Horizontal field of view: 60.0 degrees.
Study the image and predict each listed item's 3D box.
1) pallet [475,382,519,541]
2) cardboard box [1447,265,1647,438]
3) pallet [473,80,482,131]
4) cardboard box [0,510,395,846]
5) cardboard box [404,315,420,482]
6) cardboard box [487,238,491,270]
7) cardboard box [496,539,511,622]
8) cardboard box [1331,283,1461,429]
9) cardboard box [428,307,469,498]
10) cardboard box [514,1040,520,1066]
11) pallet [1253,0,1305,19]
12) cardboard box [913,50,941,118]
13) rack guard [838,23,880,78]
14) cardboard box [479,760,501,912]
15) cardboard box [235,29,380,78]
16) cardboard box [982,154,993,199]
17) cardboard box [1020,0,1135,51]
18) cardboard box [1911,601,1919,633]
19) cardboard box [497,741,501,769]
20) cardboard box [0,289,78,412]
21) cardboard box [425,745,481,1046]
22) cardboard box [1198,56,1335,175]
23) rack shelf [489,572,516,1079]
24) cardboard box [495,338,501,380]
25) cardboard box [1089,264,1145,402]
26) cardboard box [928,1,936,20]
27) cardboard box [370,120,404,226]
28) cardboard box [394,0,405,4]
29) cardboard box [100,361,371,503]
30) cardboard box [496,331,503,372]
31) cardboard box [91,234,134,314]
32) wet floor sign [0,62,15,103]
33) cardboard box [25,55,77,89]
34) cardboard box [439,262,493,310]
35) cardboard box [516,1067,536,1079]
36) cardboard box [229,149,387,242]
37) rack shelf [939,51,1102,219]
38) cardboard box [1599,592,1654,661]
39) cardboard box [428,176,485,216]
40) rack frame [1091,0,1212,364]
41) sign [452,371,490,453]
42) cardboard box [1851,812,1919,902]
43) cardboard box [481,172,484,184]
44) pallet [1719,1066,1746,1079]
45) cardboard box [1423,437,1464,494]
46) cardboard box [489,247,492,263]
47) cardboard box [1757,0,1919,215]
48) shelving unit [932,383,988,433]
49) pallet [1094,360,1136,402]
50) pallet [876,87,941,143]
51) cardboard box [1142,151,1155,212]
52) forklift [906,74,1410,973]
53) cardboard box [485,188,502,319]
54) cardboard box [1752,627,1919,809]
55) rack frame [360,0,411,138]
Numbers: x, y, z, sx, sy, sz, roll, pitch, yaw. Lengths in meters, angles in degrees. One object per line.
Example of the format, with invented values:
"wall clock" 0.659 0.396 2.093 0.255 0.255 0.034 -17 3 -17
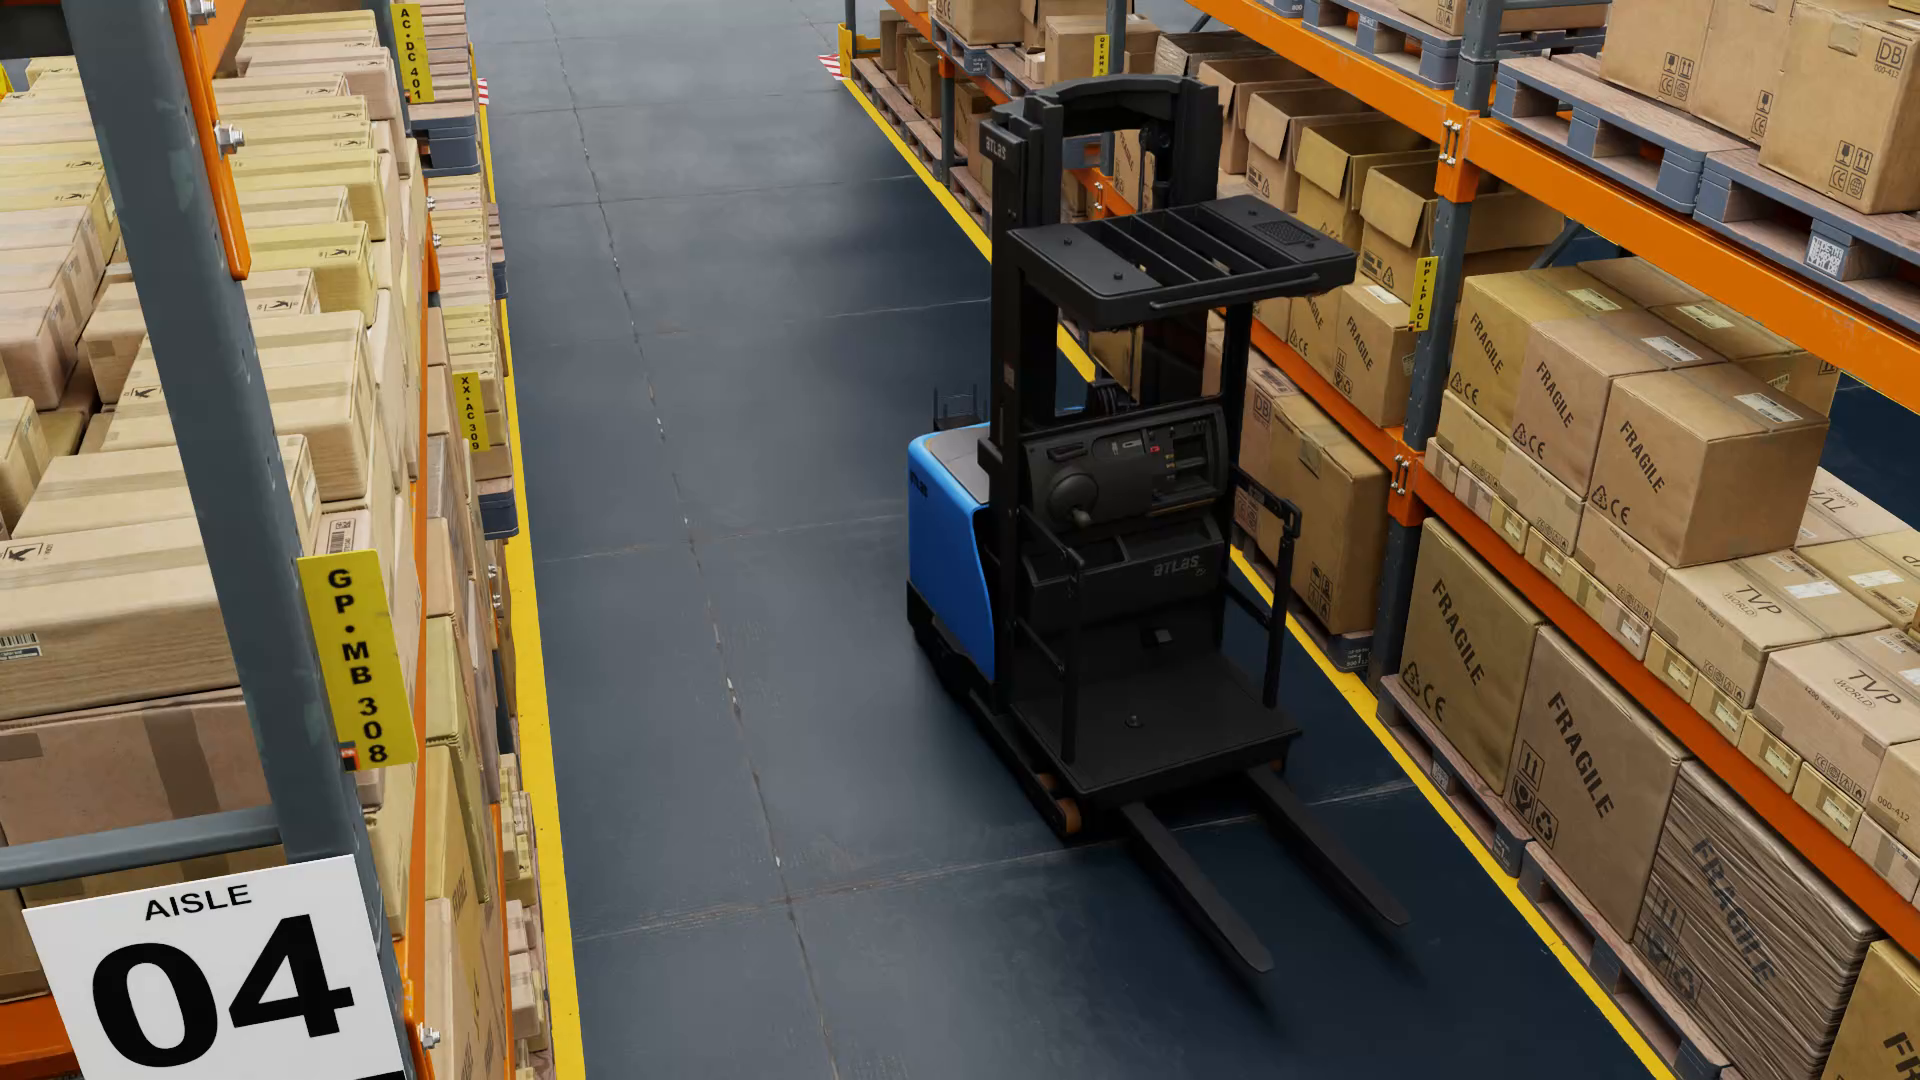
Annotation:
"pallet" -2.413 -0.330 7.018 1.003 0.211 1.213 -8 31 -13
"cardboard box" 2.339 -0.759 6.670 0.500 0.500 0.500 -8 31 -13
"pallet" -5.248 -4.238 16.361 1.003 0.211 1.213 -8 31 -13
"cardboard box" -1.158 0.206 2.556 0.500 0.250 0.500 -7 31 -12
"cardboard box" -1.573 -0.330 3.981 0.500 0.250 0.500 -8 31 -13
"cardboard box" -2.498 -1.358 8.136 0.380 0.149 0.250 -7 31 -12
"cardboard box" -2.433 0.228 7.938 0.500 0.500 0.500 -6 31 -11
"cardboard box" 2.071 -0.868 7.656 0.500 0.500 0.500 -8 31 -13
"cardboard box" -1.965 -0.439 5.618 0.500 0.500 0.500 -9 31 -15
"cardboard box" -1.679 1.651 5.533 0.380 0.149 0.250 -9 31 -16
"pallet" 1.918 -2.940 8.530 1.003 0.211 1.213 -6 31 -11
"cardboard box" -0.133 -4.363 15.869 0.500 0.500 0.500 -11 32 -18
"rack guard" -0.707 -5.313 17.930 1.175 0.500 0.348 -8 31 -13
"cardboard box" -1.568 0.743 4.576 0.500 0.500 0.500 -9 31 -15
"cardboard box" -1.924 -1.406 4.943 0.380 0.149 0.250 -7 31 -12
"cardboard box" 0.585 -3.076 13.625 0.700 0.500 0.500 -8 31 -14
"cardboard box" 0.884 -3.901 12.473 0.797 0.503 0.637 -5 30 -8
"cardboard box" 3.377 0.149 5.102 0.500 0.500 0.500 -9 31 -15
"cardboard box" -2.005 0.907 6.521 0.380 0.149 0.250 -7 31 -12
"cardboard box" -1.884 -0.336 3.095 0.380 0.149 0.250 -9 31 -14
"cardboard box" -1.292 0.807 3.466 0.500 0.500 0.500 -7 31 -12
"cardboard box" 1.745 -2.374 9.257 0.797 0.503 0.637 -7 31 -12
"rack shelf" -1.820 1.252 4.810 1.077 0.370 4.000 -8 31 -13
"cardboard box" -2.152 -0.728 7.047 0.380 0.149 0.250 -7 31 -12
"cardboard box" 1.560 -1.494 10.538 1.225 0.875 0.875 -9 31 -16
"cardboard box" -0.063 -4.577 14.415 0.380 0.149 0.250 -8 31 -13
"cardboard box" -1.856 -1.033 4.696 0.500 0.250 0.500 -9 31 -15
"cardboard box" -2.634 -2.313 6.735 0.797 0.503 0.637 -8 31 -14
"cardboard box" -1.208 -0.168 2.805 0.380 0.149 0.250 -8 31 -13
"cardboard box" -2.287 -0.848 7.552 0.380 0.149 0.250 -9 31 -15
"cardboard box" -2.050 -0.471 3.726 0.500 0.250 0.500 -9 31 -15
"wet floor sign" -9.300 -4.329 16.084 0.267 0.644 0.232 2 30 4
"cardboard box" -2.467 -1.338 4.826 0.380 0.149 0.250 -9 31 -15
"cardboard box" -2.290 -1.109 7.410 0.380 0.149 0.250 -8 31 -14
"cardboard box" -1.469 1.770 5.030 0.380 0.149 0.250 -7 31 -13
"cardboard box" -1.549 -0.791 3.881 0.380 0.149 0.250 -8 31 -14
"rack shelf" 0.866 -3.222 12.540 1.077 0.370 4.000 -8 31 -13
"cardboard box" 2.560 0.286 6.012 0.380 0.149 0.250 -7 31 -13
"cardboard box" -2.632 -1.735 8.491 0.380 0.149 0.250 -7 31 -12
"rack frame" 1.396 -2.567 10.691 1.000 3.000 0.127 -8 31 -13
"sign" -1.830 -0.475 6.213 0.100 0.325 0.005 -8 31 -13
"cardboard box" 2.906 0.909 4.936 0.380 0.149 0.250 -7 31 -12
"cardboard box" -2.842 -1.980 9.212 0.380 0.149 0.250 -7 31 -12
"pallet" 3.232 2.128 5.364 1.003 0.211 1.213 -8 31 -13
"cardboard box" 2.216 -0.340 7.093 0.380 0.149 0.250 -8 31 -13
"cardboard box" -2.643 -1.487 8.657 0.380 0.149 0.250 -8 31 -14
"cardboard box" 2.864 -1.300 4.889 0.700 0.500 0.500 -7 31 -11
"shelving unit" 0.002 -0.386 9.018 0.258 0.900 0.210 -8 31 -13
"pallet" 1.533 -0.970 10.715 1.003 0.211 1.213 -8 31 -13
"pallet" -0.205 -4.202 16.300 1.003 0.211 1.213 -8 31 -13
"cardboard box" 1.402 -2.091 9.768 0.500 0.500 0.500 -9 31 -15
"forklift" 0.792 -0.255 6.765 1.130 2.935 3.031 -13 32 -21
"cardboard box" -3.723 -1.893 11.352 1.050 0.750 0.750 -7 31 -13
"cardboard box" 2.866 0.543 5.170 0.500 0.250 0.500 -9 31 -15
"rack frame" -2.351 -2.621 4.796 1.000 3.000 0.127 -8 31 -13
